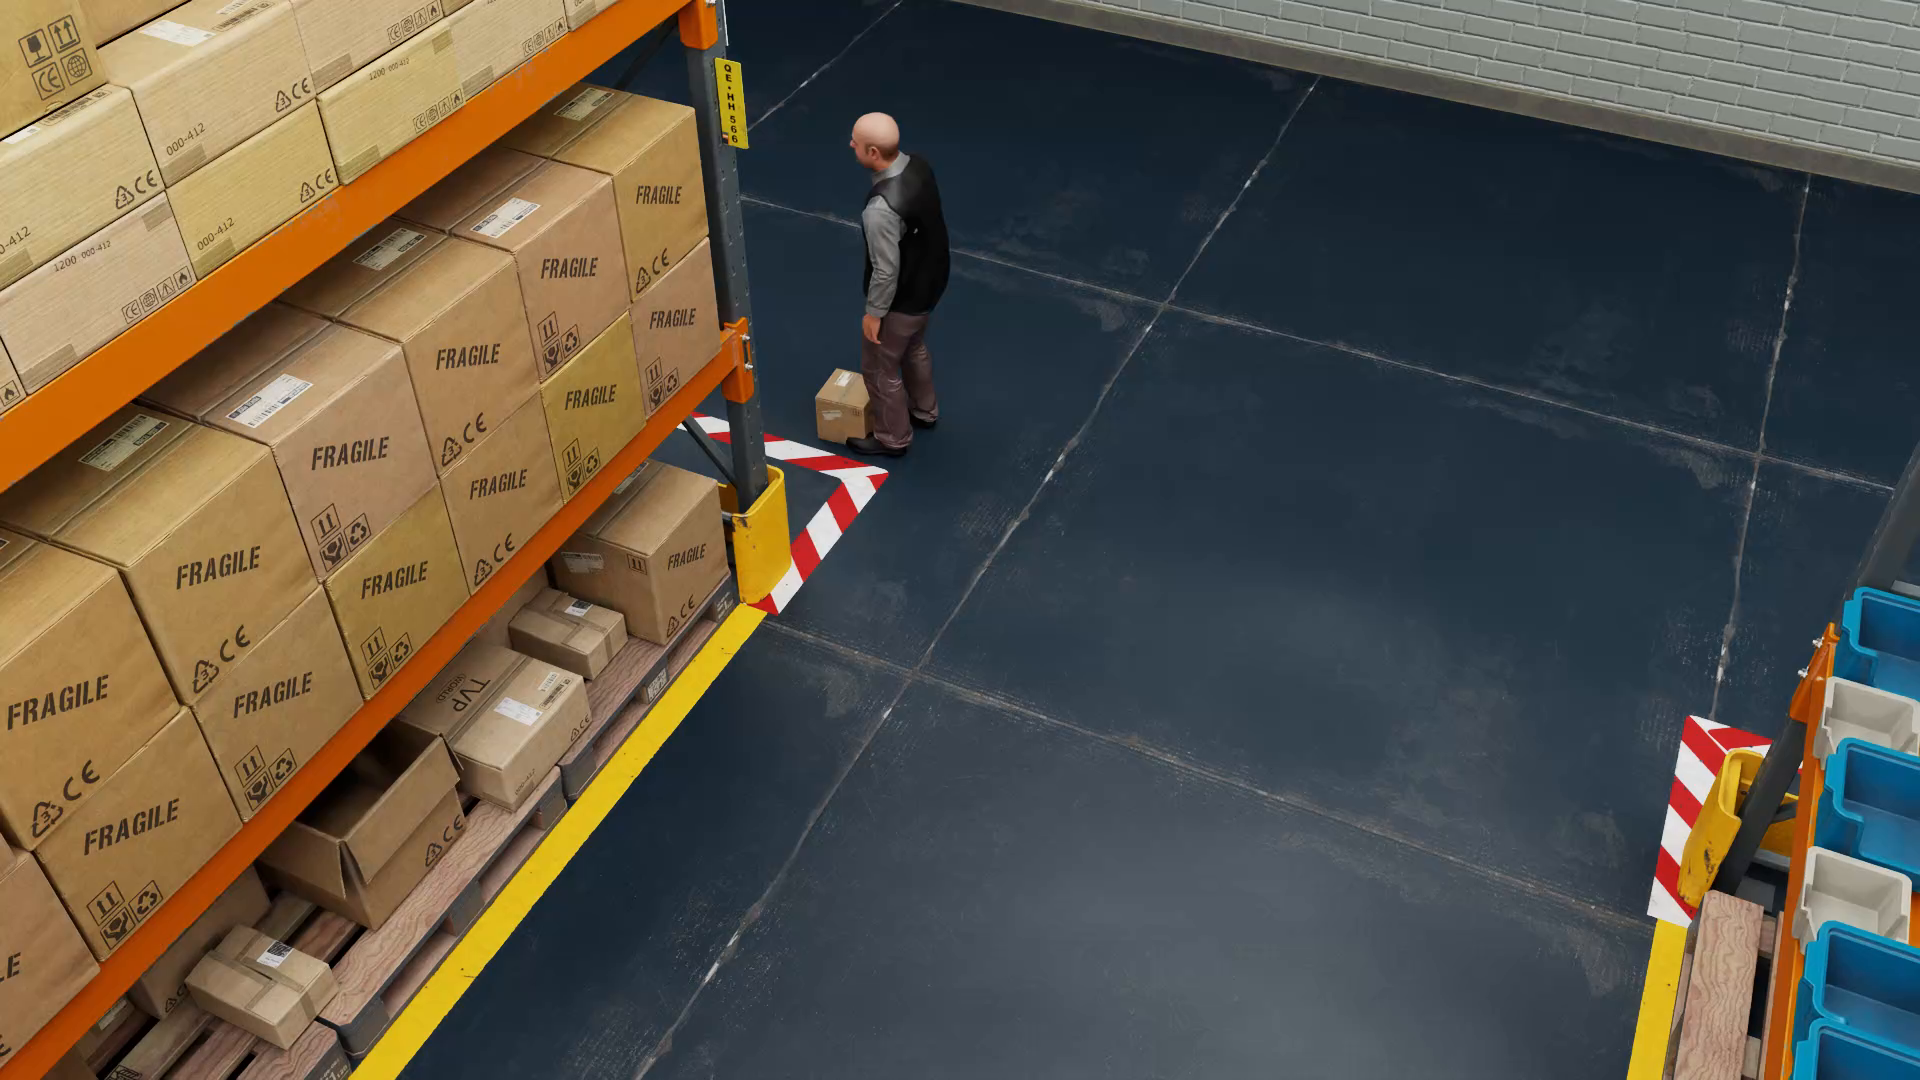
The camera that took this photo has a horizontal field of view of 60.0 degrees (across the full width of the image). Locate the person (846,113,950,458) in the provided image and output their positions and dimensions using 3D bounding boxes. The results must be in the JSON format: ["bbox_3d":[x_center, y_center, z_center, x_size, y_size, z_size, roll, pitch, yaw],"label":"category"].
[{"bbox_3d":[-0.289,-1.114,7.428,0.473,1.720,0.593,13,43,14],"label":"person"}]
